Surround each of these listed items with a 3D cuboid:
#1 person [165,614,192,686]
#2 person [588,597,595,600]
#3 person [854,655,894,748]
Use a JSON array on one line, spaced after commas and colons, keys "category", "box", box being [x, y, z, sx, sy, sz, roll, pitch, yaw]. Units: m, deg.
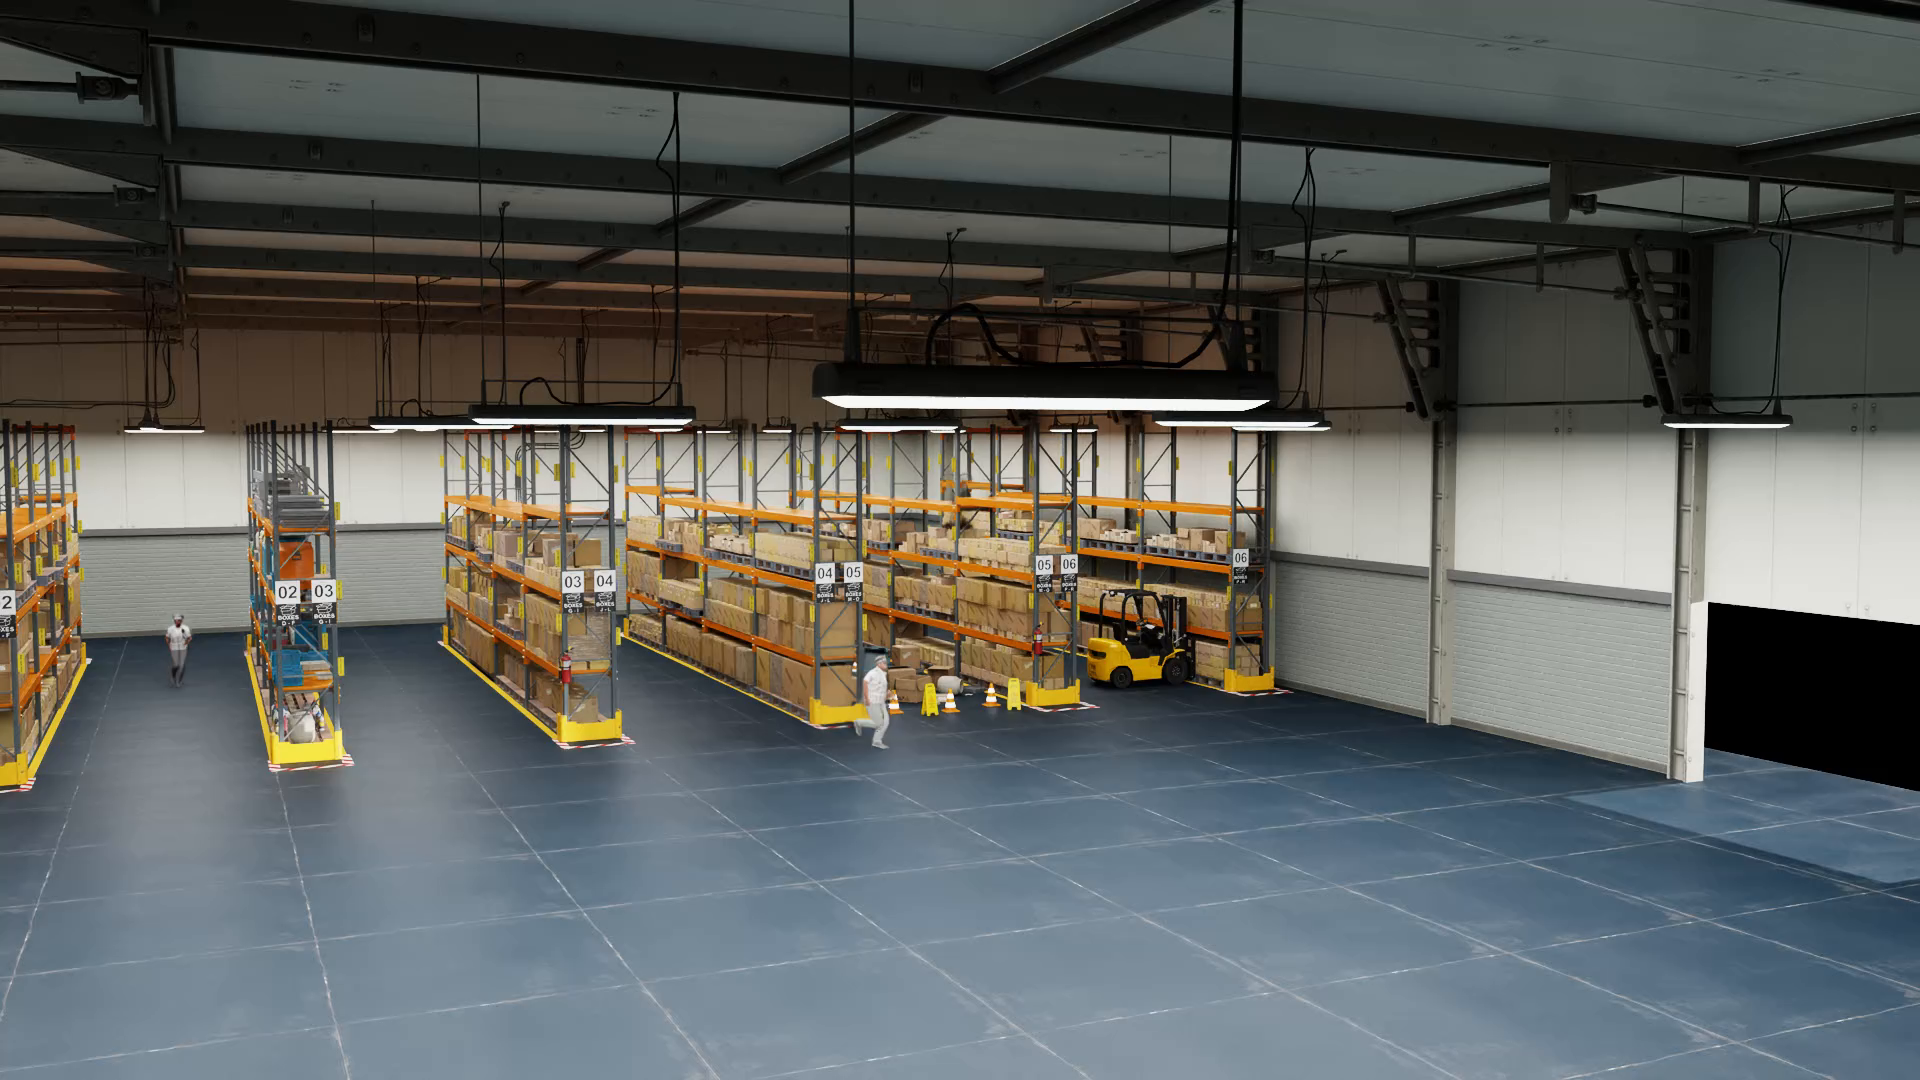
[{"category": "person", "box": [-17.828, 2.514, 37.971, 0.561, 1.667, 0.573, -2, 4, -28]}, {"category": "person", "box": [-10.425, 1.998, 46.892, 0.589, 1.636, 0.549, 0, 4, -7]}, {"category": "person", "box": [-1.591, 2.969, 30.593, 0.719, 1.744, 0.696, 1, 4, 20]}]
